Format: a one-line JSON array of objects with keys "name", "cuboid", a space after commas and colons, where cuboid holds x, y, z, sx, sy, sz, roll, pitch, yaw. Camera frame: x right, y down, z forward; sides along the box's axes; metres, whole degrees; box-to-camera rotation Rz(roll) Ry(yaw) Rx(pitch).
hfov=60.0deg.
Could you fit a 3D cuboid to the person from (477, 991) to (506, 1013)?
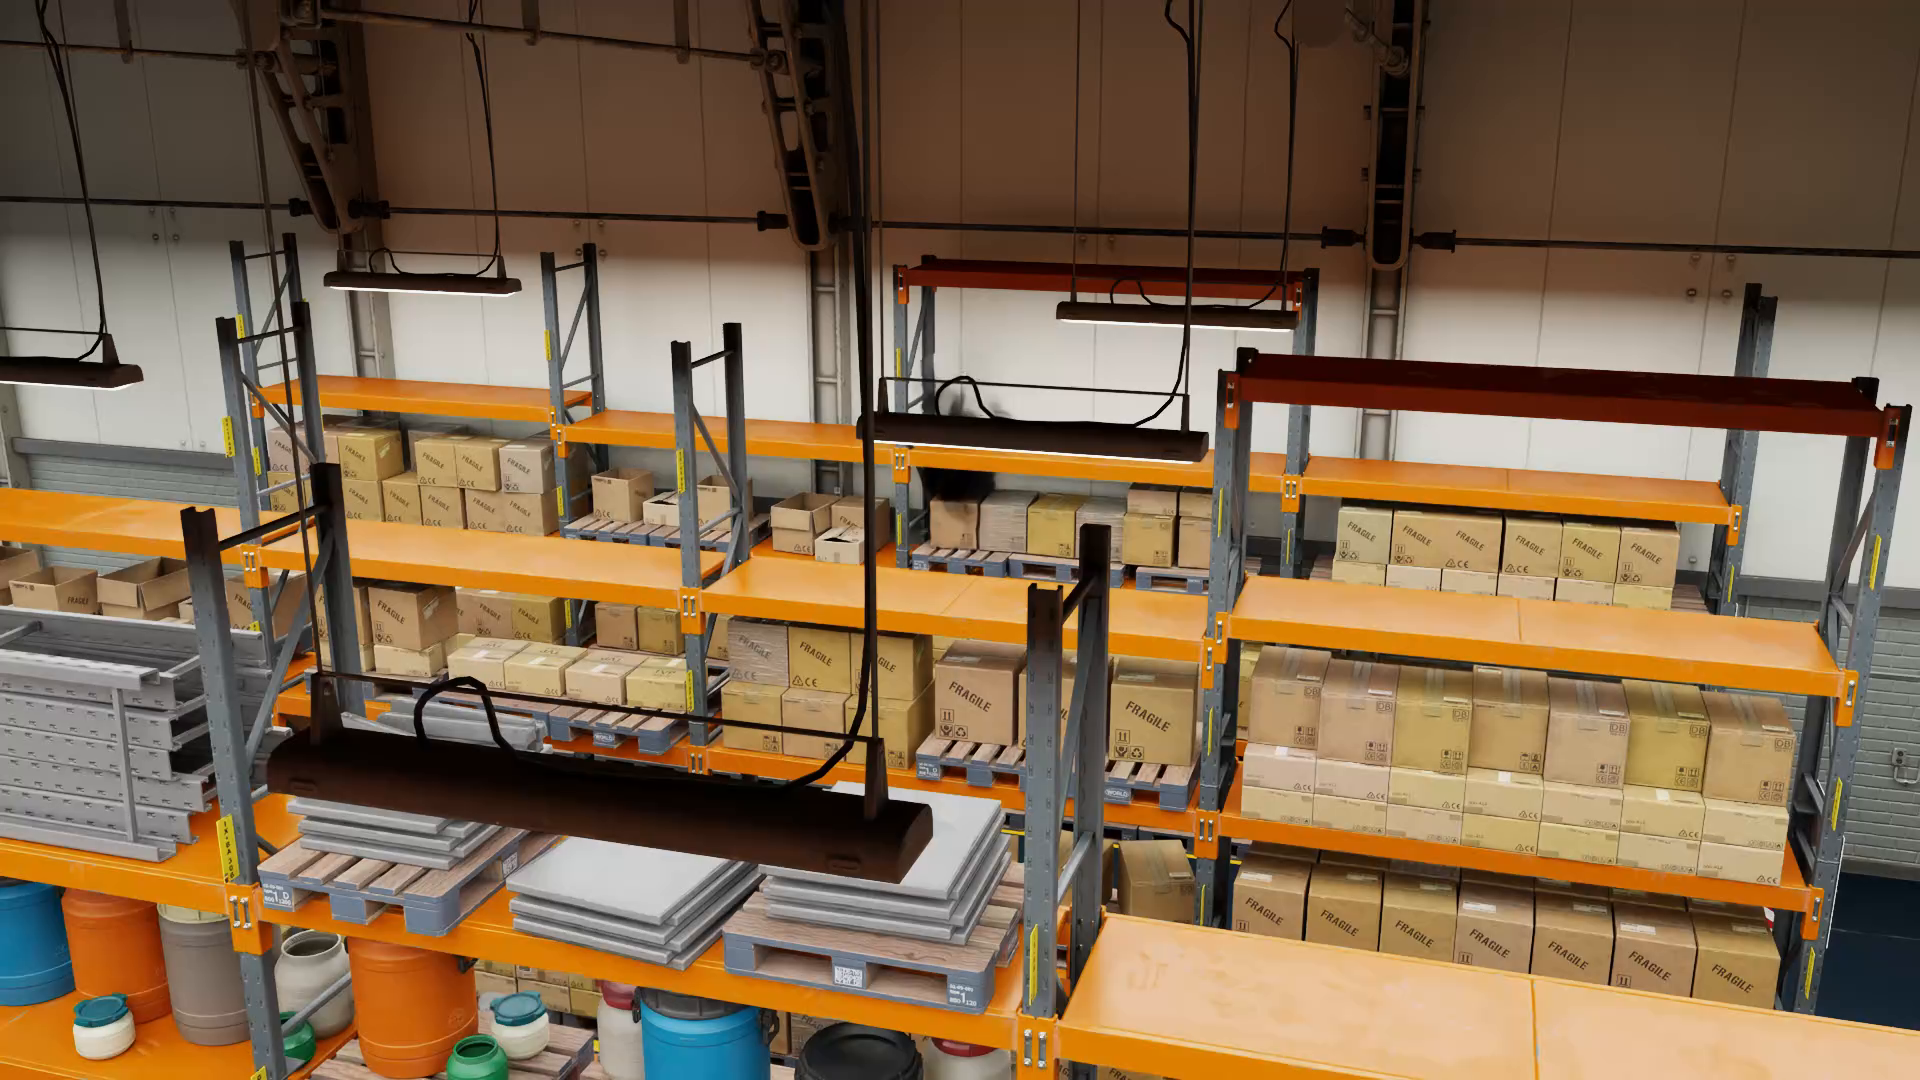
[{"name": "person", "cuboid": [-3.230, 3.986, 11.801, 0.919, 1.678, 0.612, 4, 17, 13]}]
